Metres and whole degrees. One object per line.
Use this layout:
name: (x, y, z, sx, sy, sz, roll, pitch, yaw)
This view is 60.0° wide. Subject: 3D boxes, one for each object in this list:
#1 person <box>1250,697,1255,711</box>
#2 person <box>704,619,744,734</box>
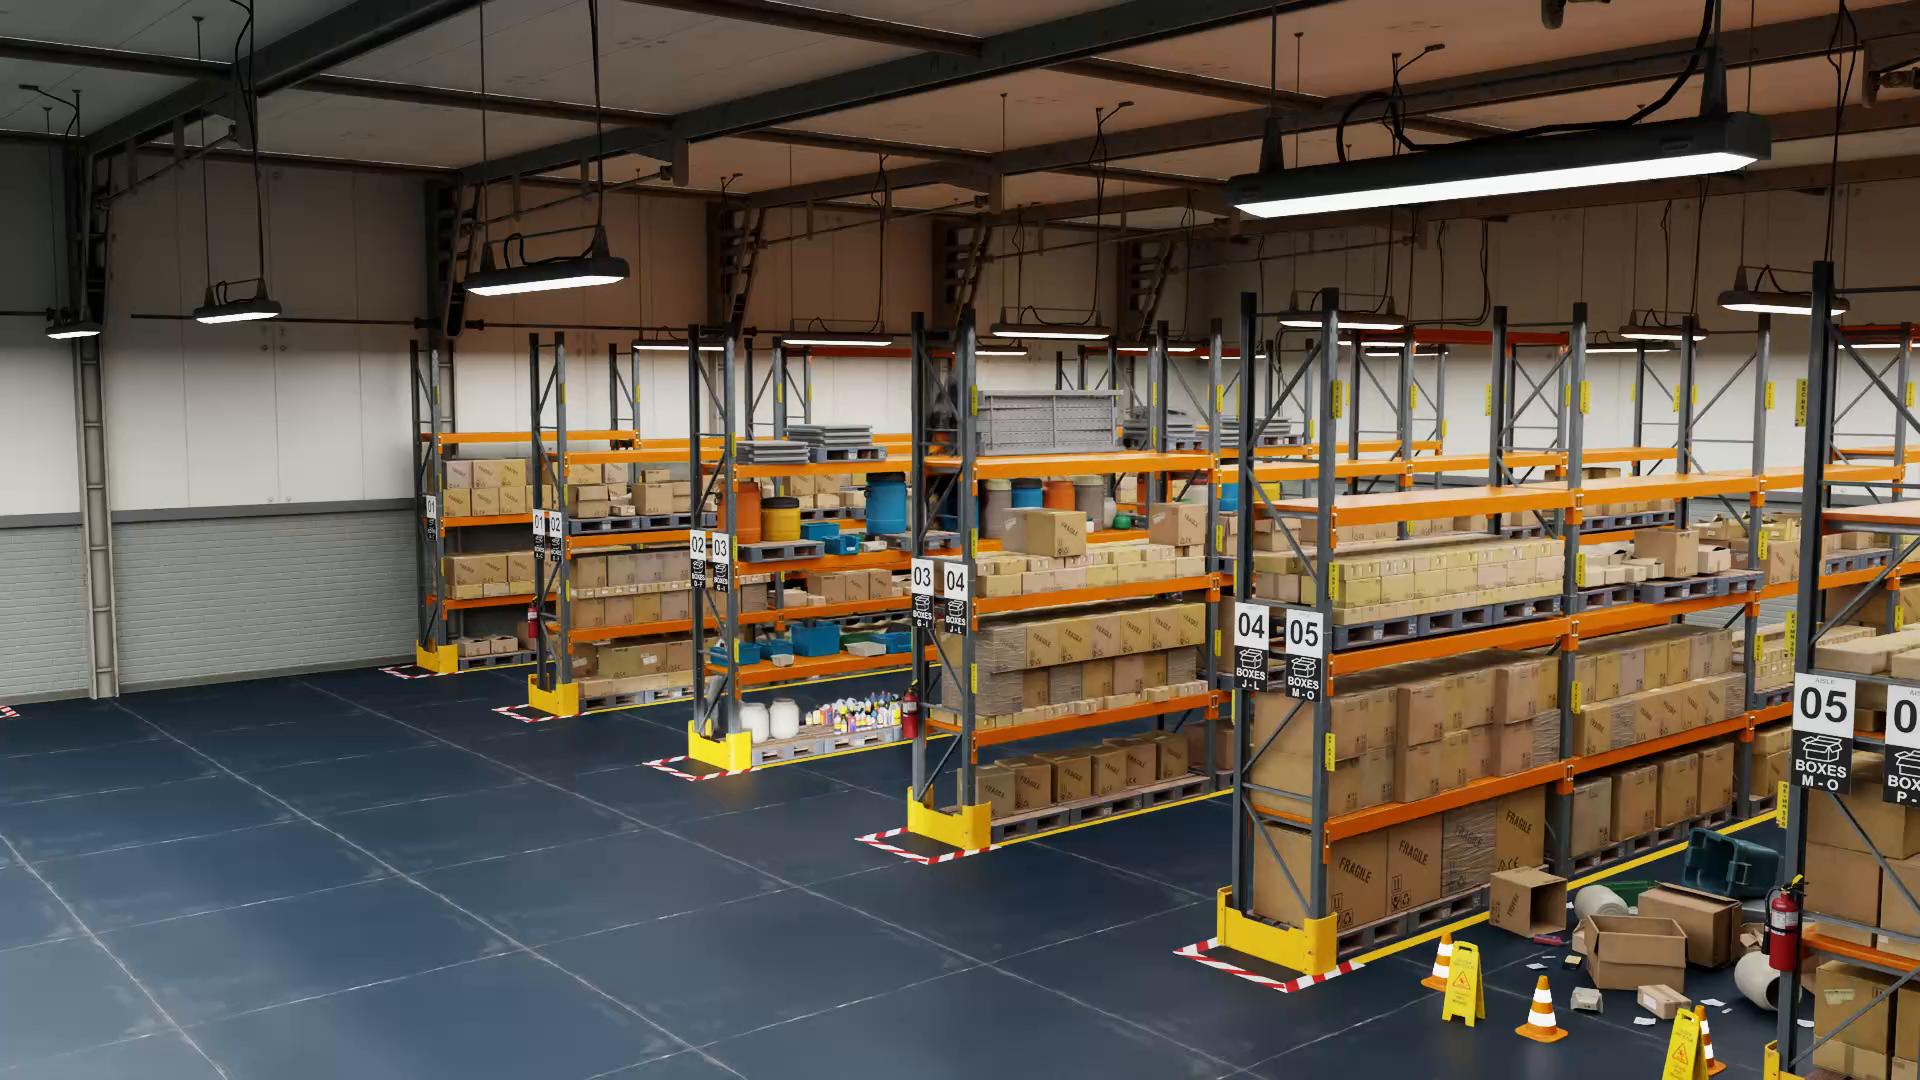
person: (4.401, 2.048, 24.740, 0.528, 1.648, 0.589, -4, 7, -37)
person: (-3.479, 2.035, 24.721, 0.746, 1.747, 0.588, -4, 7, -39)
